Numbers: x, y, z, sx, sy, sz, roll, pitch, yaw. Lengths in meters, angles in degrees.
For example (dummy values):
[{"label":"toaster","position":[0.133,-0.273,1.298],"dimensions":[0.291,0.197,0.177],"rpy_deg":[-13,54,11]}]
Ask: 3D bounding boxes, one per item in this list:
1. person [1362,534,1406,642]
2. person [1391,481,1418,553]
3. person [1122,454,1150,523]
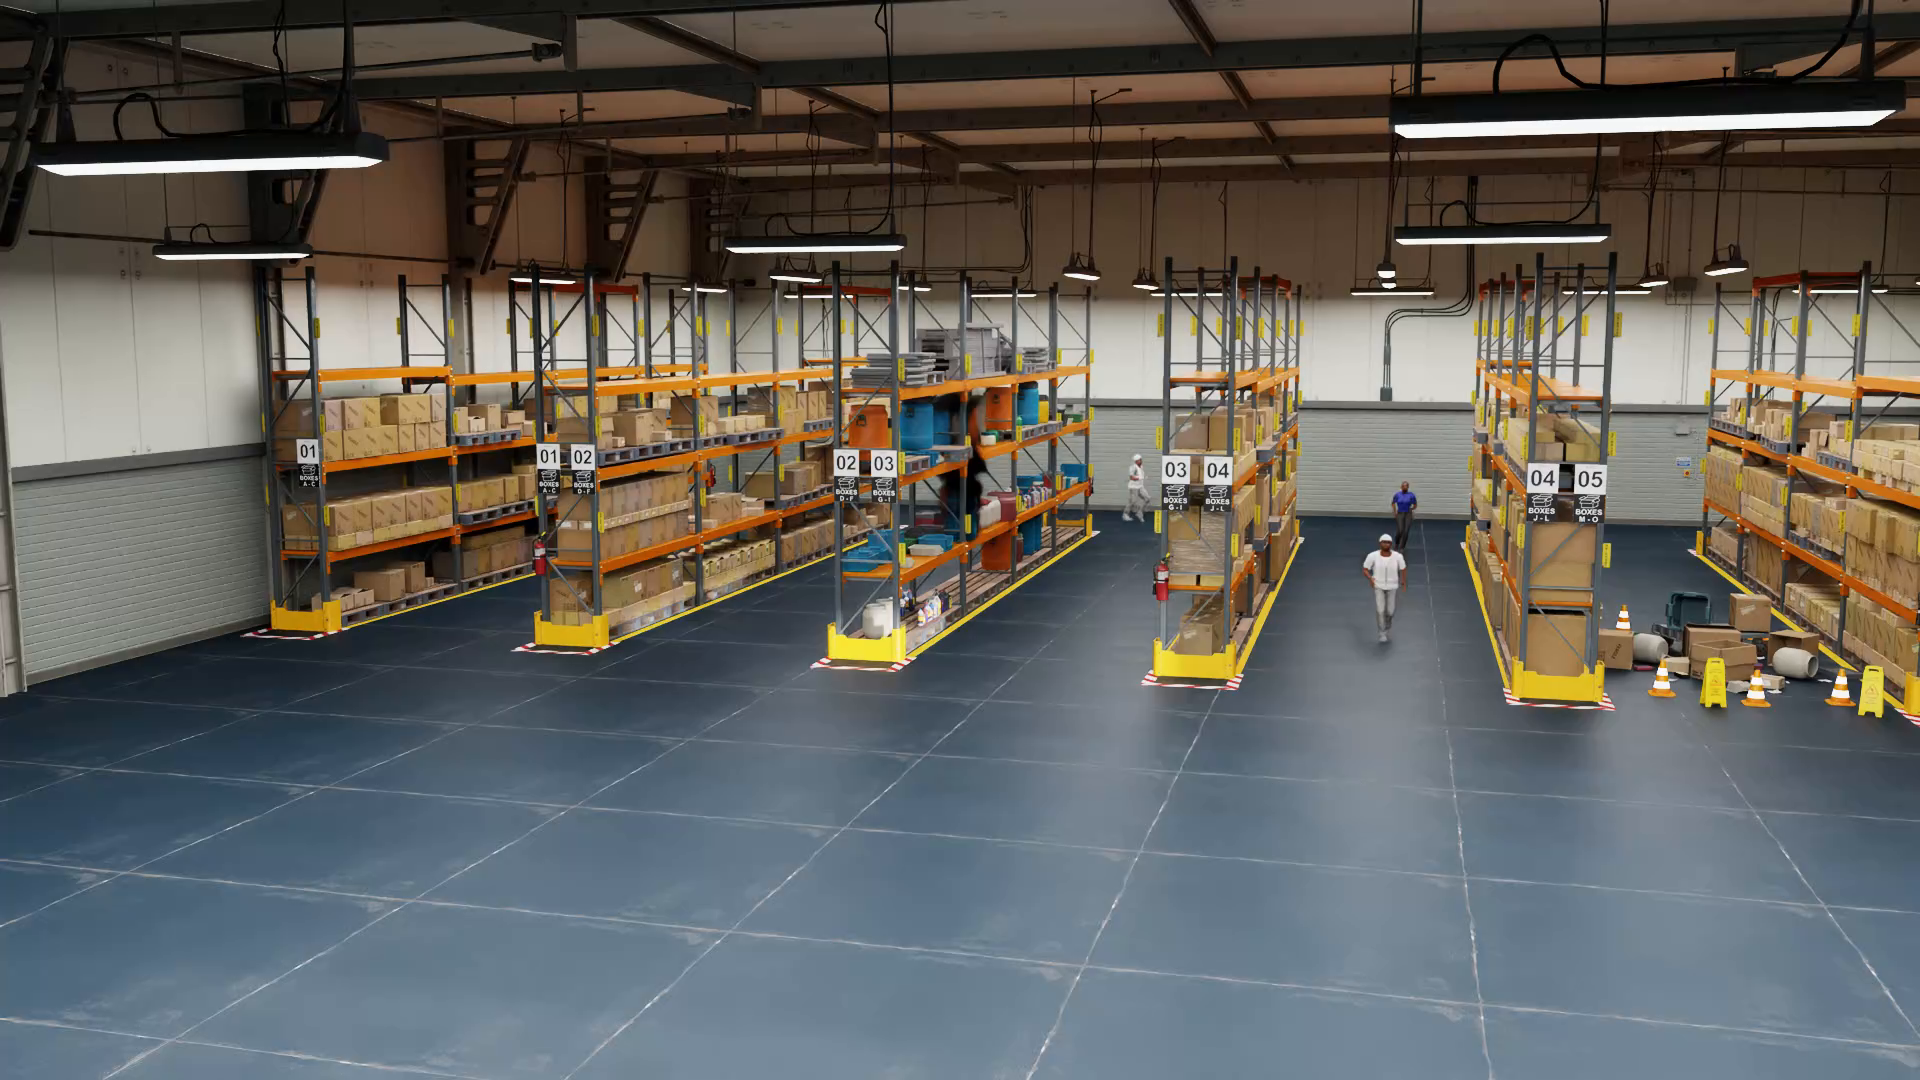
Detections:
[{"label":"person","position":[6.845,0.758,26.840],"dimensions":[0.702,1.726,0.598],"rpy_deg":[1,7,8]},{"label":"person","position":[9.897,-0.496,37.025],"dimensions":[0.560,1.621,0.573],"rpy_deg":[1,7,11]},{"label":"person","position":[4.536,-1.320,42.981],"dimensions":[0.773,1.794,0.644],"rpy_deg":[5,9,35]}]
